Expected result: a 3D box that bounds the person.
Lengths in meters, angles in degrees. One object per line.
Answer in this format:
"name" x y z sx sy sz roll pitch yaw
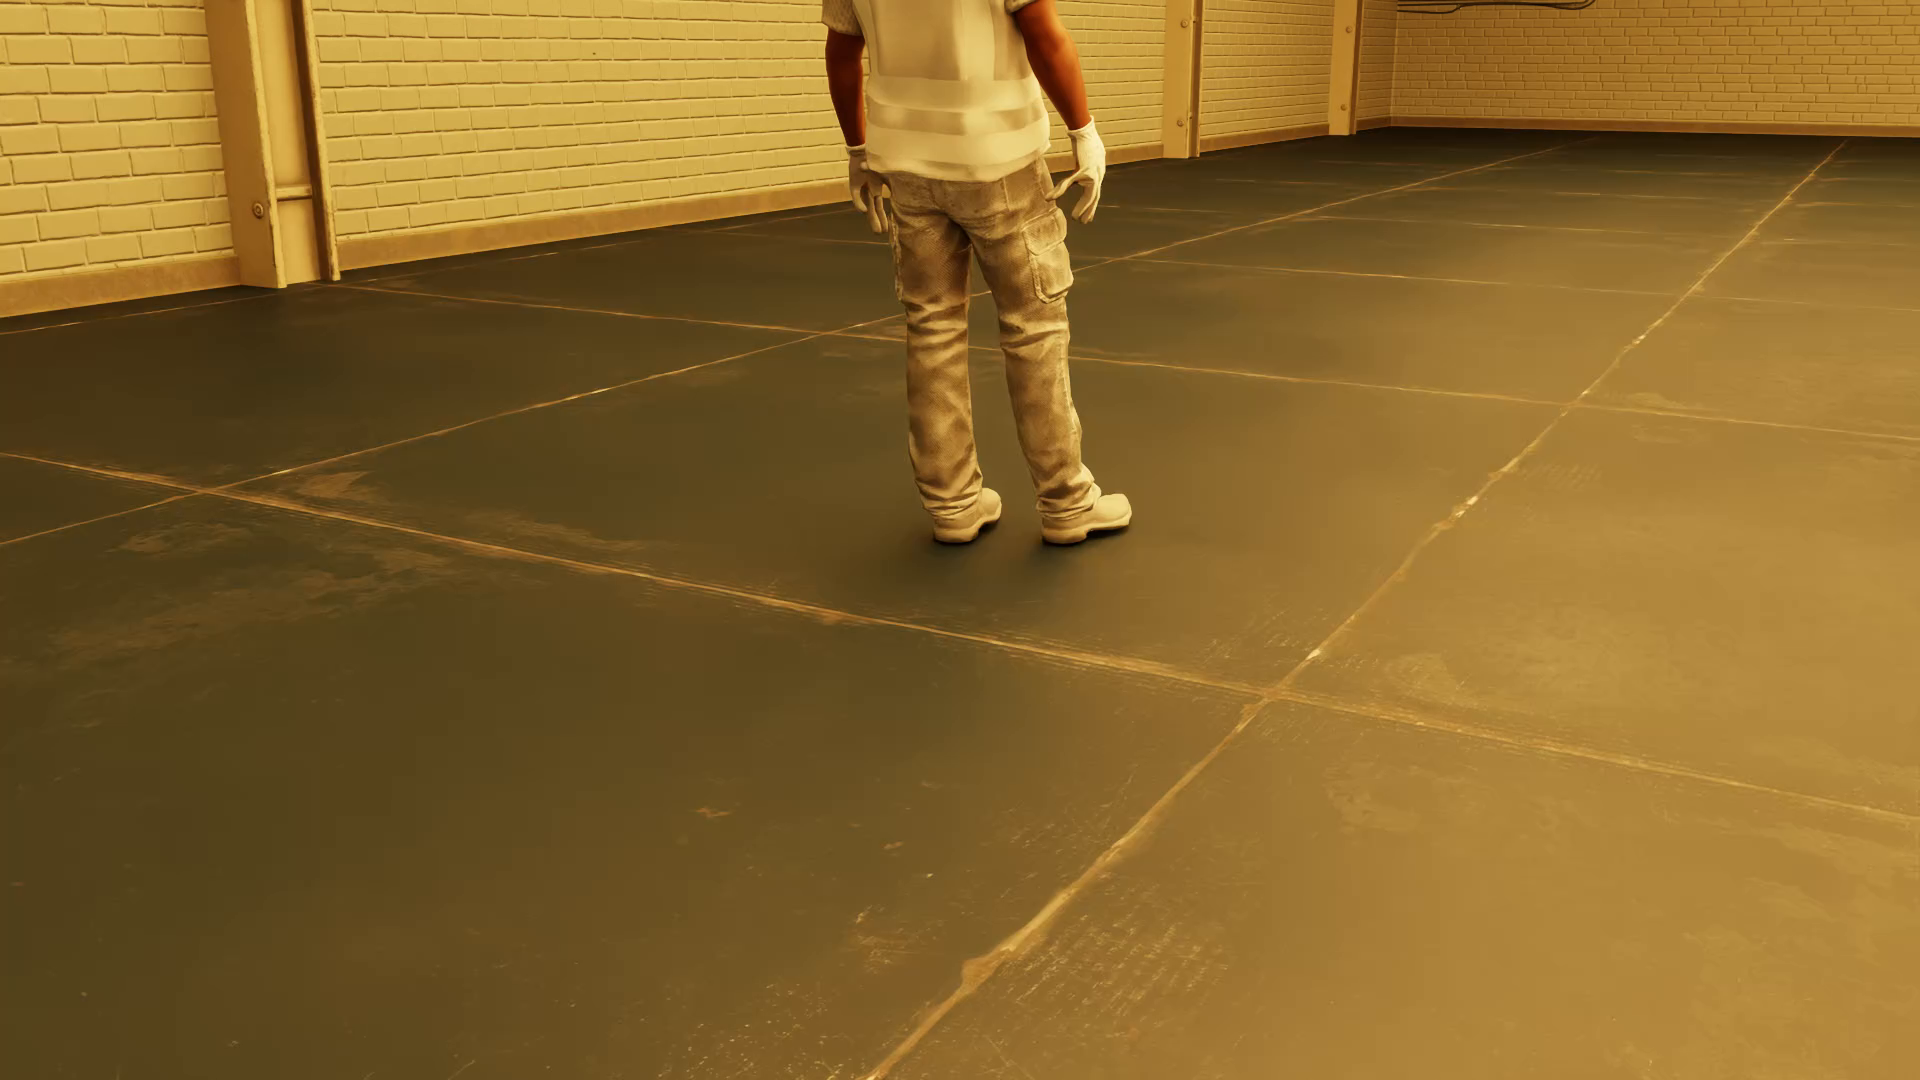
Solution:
"person" 0.043 -0.879 3.842 0.656 1.782 0.577 9 19 28
